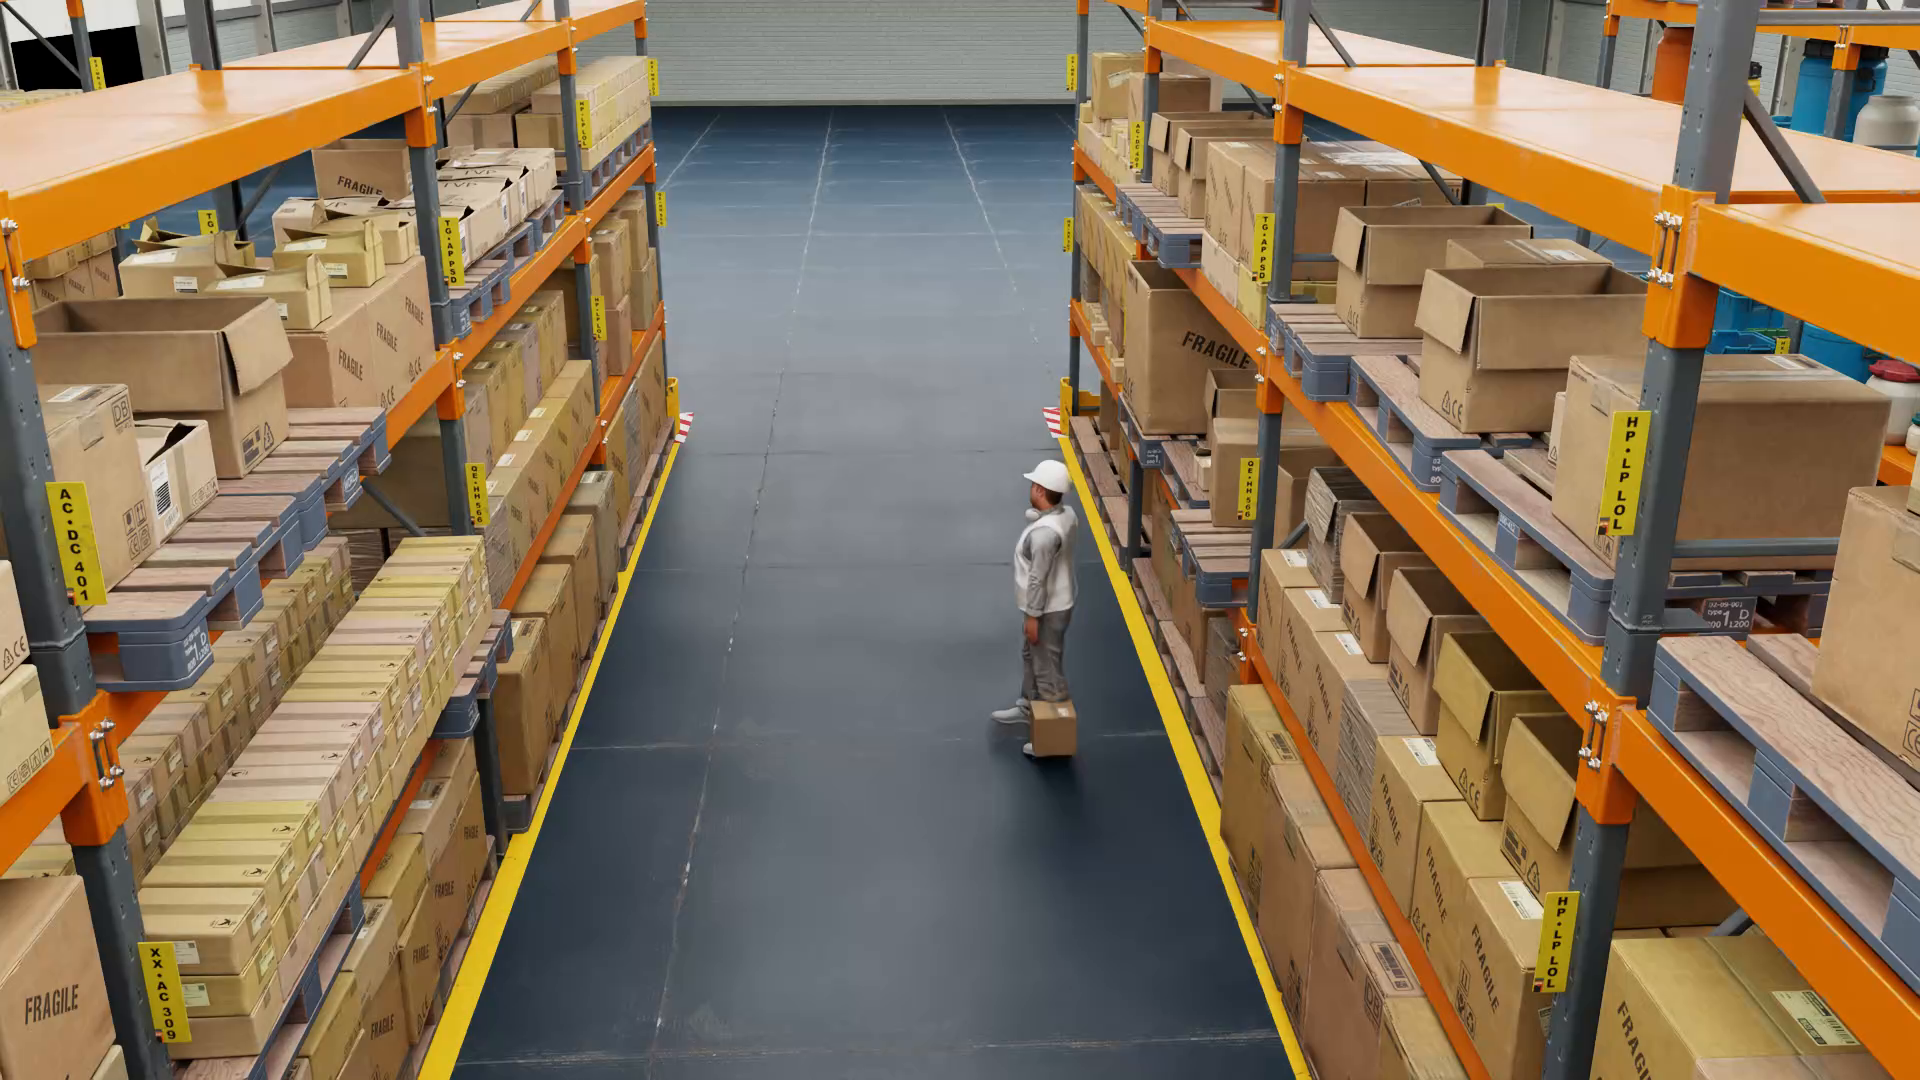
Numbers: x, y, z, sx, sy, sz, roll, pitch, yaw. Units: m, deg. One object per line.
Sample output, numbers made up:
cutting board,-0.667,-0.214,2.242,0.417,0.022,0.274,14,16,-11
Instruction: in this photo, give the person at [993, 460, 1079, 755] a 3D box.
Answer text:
person,0.442,0.372,9.962,0.539,1.776,0.594,6,21,15
